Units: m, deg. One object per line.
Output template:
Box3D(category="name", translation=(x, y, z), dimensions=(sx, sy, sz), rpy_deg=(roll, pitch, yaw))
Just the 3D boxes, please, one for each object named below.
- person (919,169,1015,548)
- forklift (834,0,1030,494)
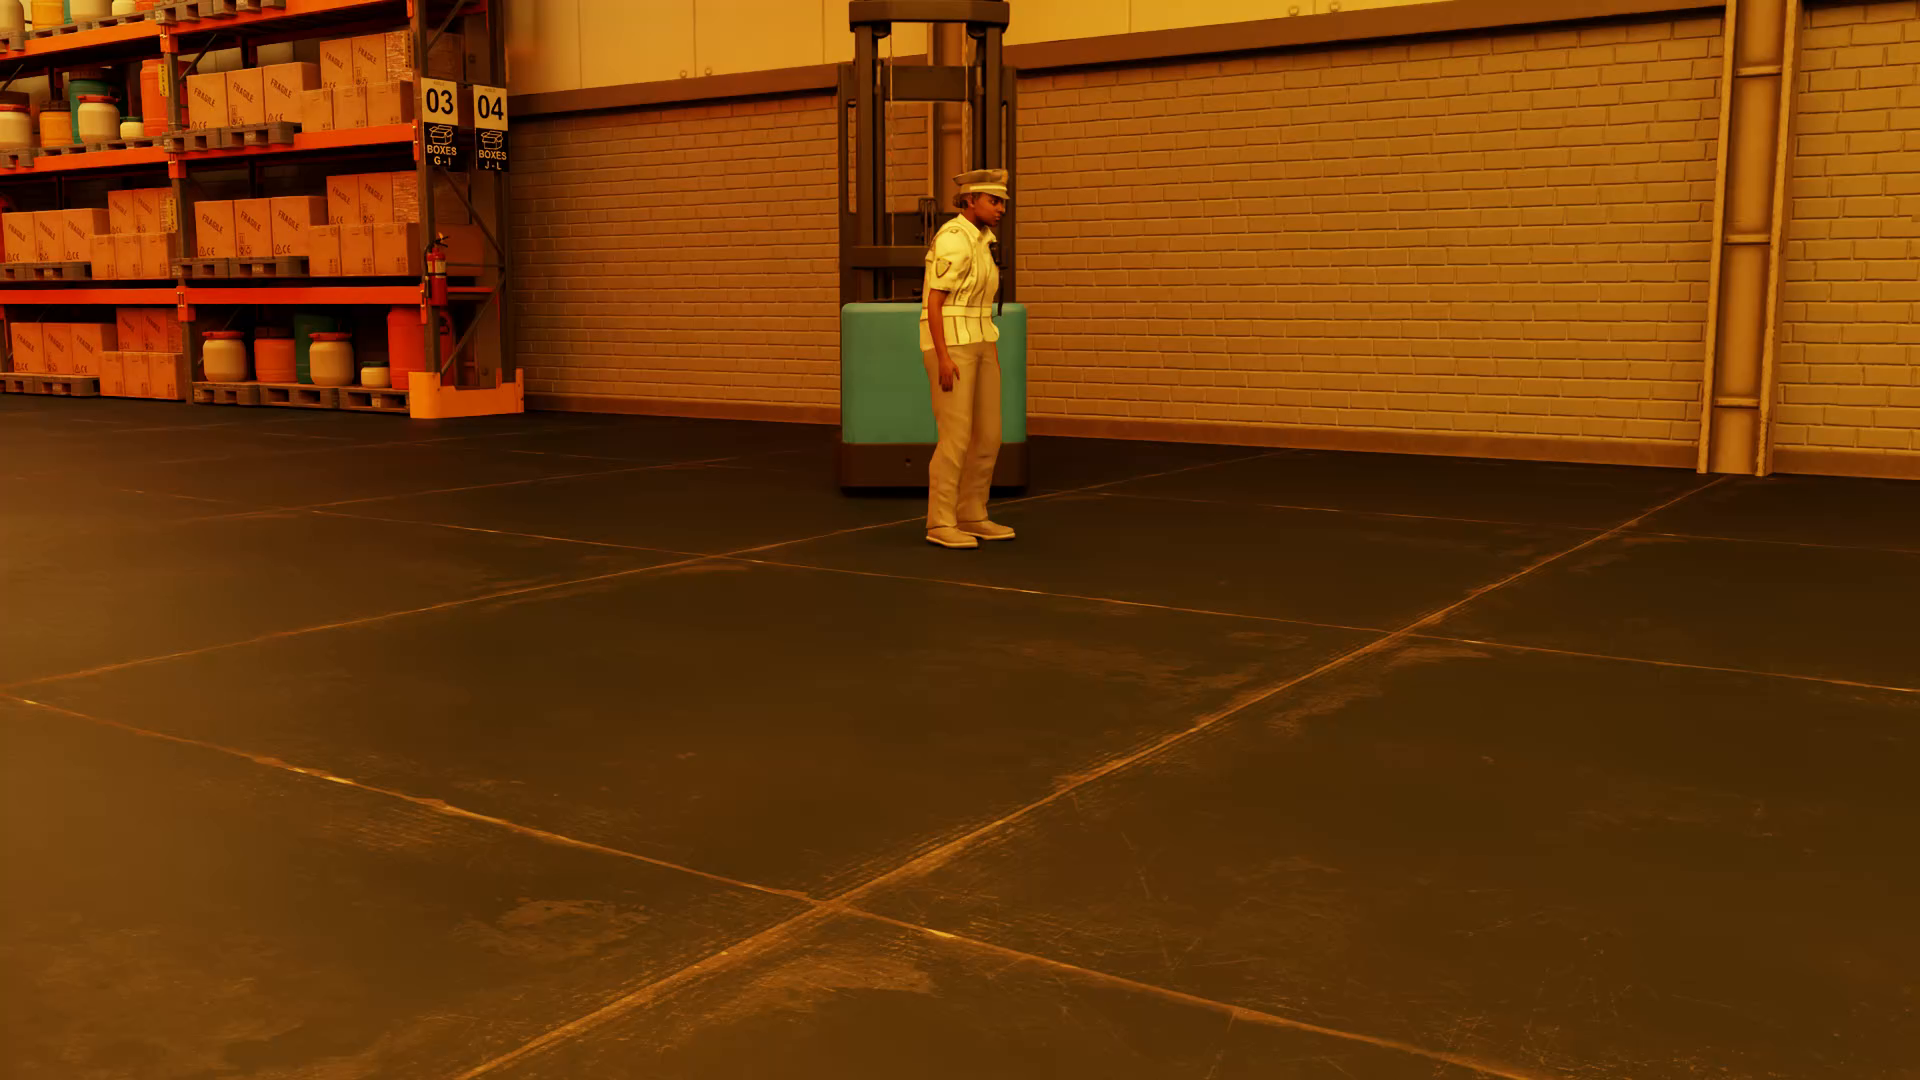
Box3D(category="person", translation=(0.030, -0.816, 7.467), dimensions=(0.393, 1.657, 0.513), rpy_deg=(5, 10, 32))
Box3D(category="forklift", translation=(-0.214, -1.885, 10.451), dimensions=(1.130, 2.935, 3.031), rpy_deg=(0, 8, -3))
